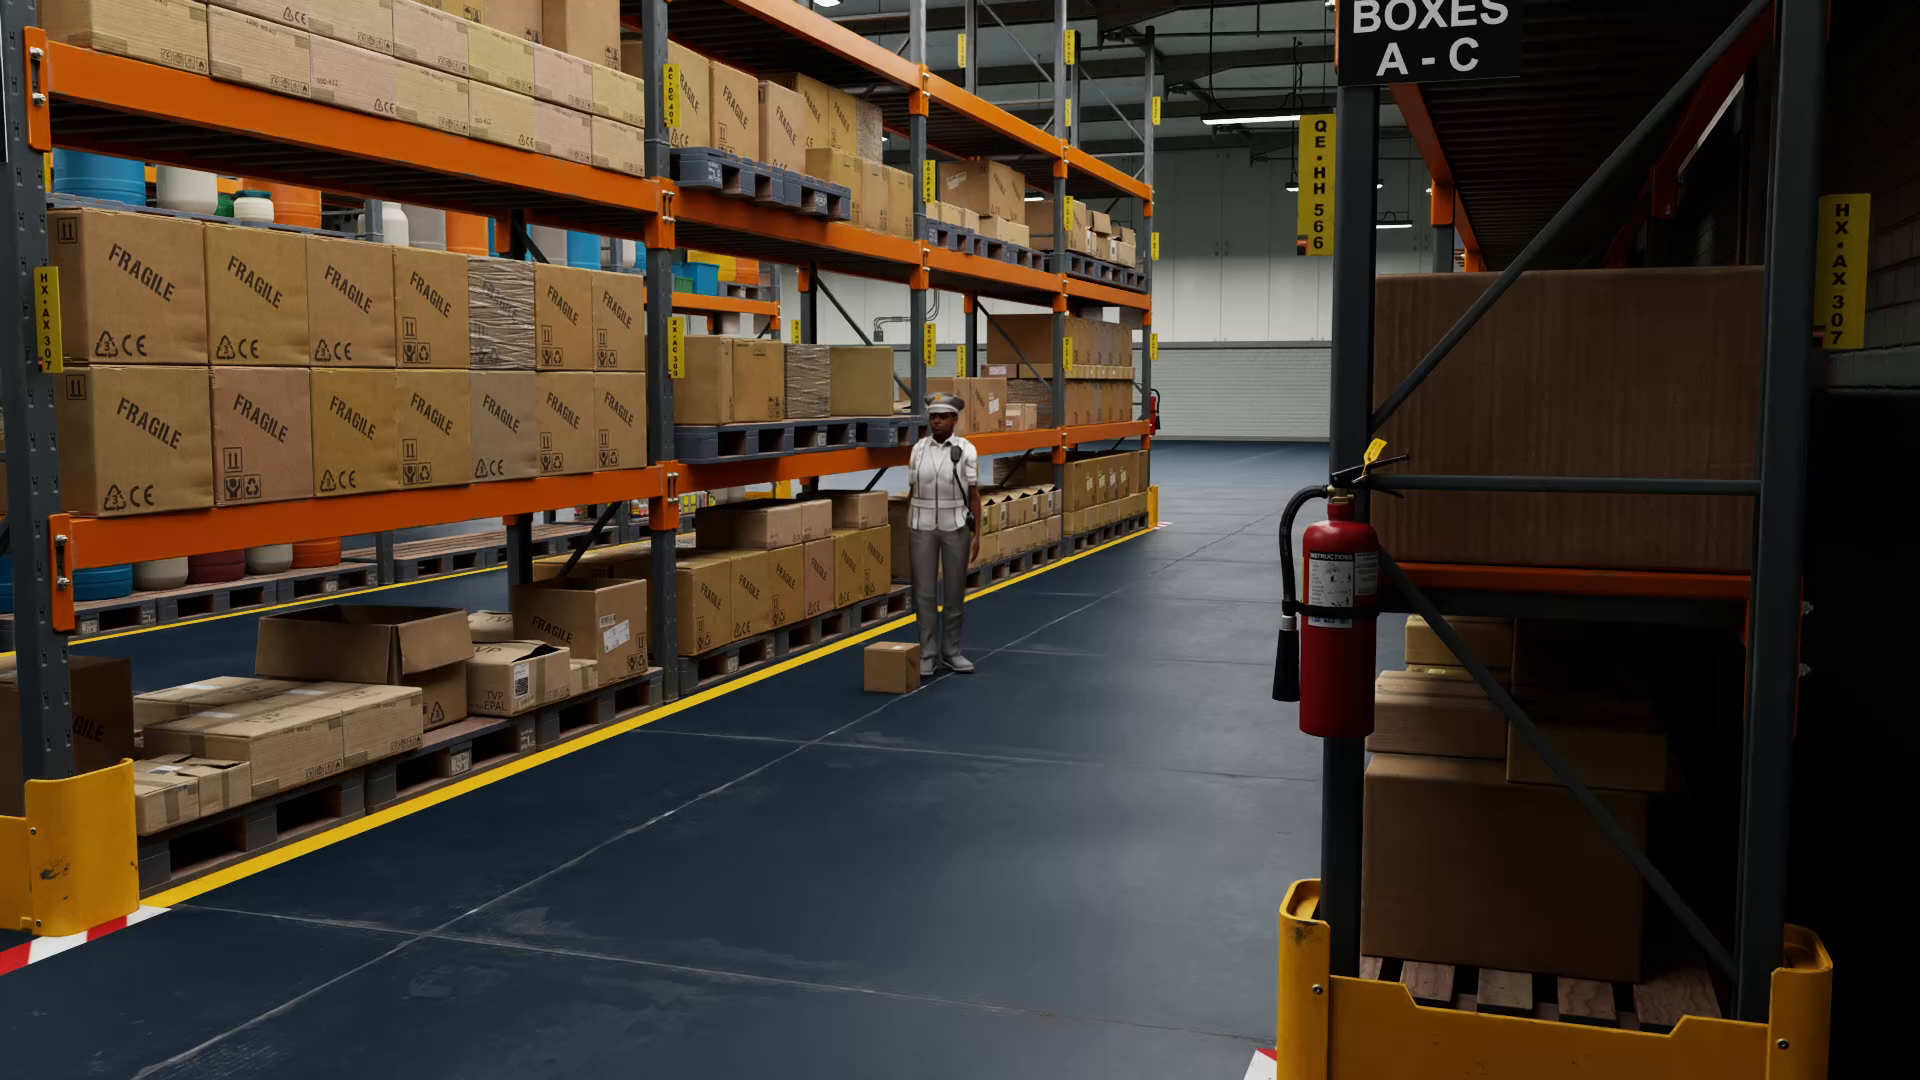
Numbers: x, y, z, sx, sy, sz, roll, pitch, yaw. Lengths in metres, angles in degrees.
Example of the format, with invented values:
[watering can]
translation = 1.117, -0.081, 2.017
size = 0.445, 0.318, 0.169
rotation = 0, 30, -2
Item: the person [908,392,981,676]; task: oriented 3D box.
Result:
[person]
translation = -0.099, -0.042, 9.956
size = 0.452, 1.688, 0.434
rotation = 1, 5, 9
